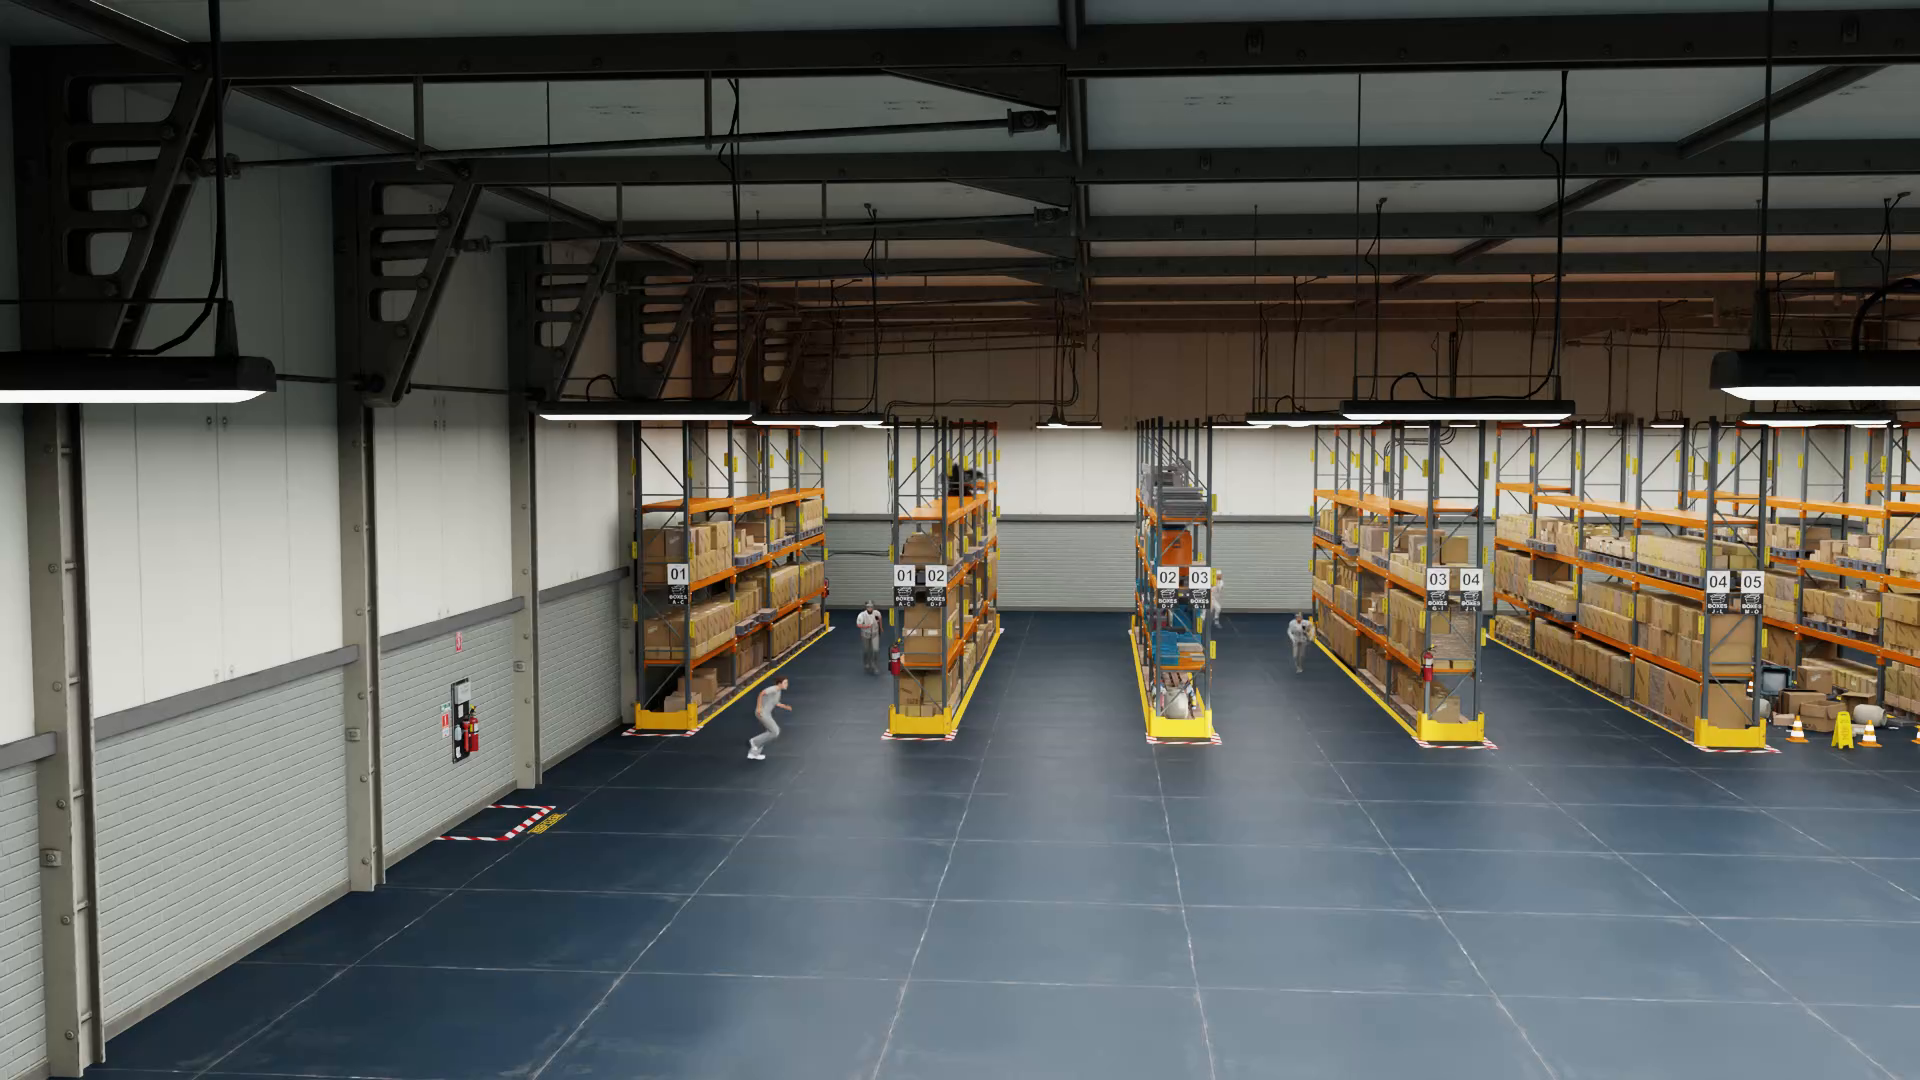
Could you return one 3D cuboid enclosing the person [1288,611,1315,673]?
[{"bbox_3d":[8.073,2.411,39.340,0.637,1.503,0.770,1,4,14],"label":"person"}]

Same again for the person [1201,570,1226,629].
[{"bbox_3d":[7.323,1.709,48.095,0.722,1.685,0.797,3,5,37],"label":"person"}]

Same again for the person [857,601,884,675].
[{"bbox_3d":[-2.131,2.286,39.498,0.669,1.755,0.999,-1,4,-8],"label":"person"}]

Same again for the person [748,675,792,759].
[{"bbox_3d":[-3.325,3.088,28.929,0.793,1.500,0.590,1,4,10],"label":"person"}]
